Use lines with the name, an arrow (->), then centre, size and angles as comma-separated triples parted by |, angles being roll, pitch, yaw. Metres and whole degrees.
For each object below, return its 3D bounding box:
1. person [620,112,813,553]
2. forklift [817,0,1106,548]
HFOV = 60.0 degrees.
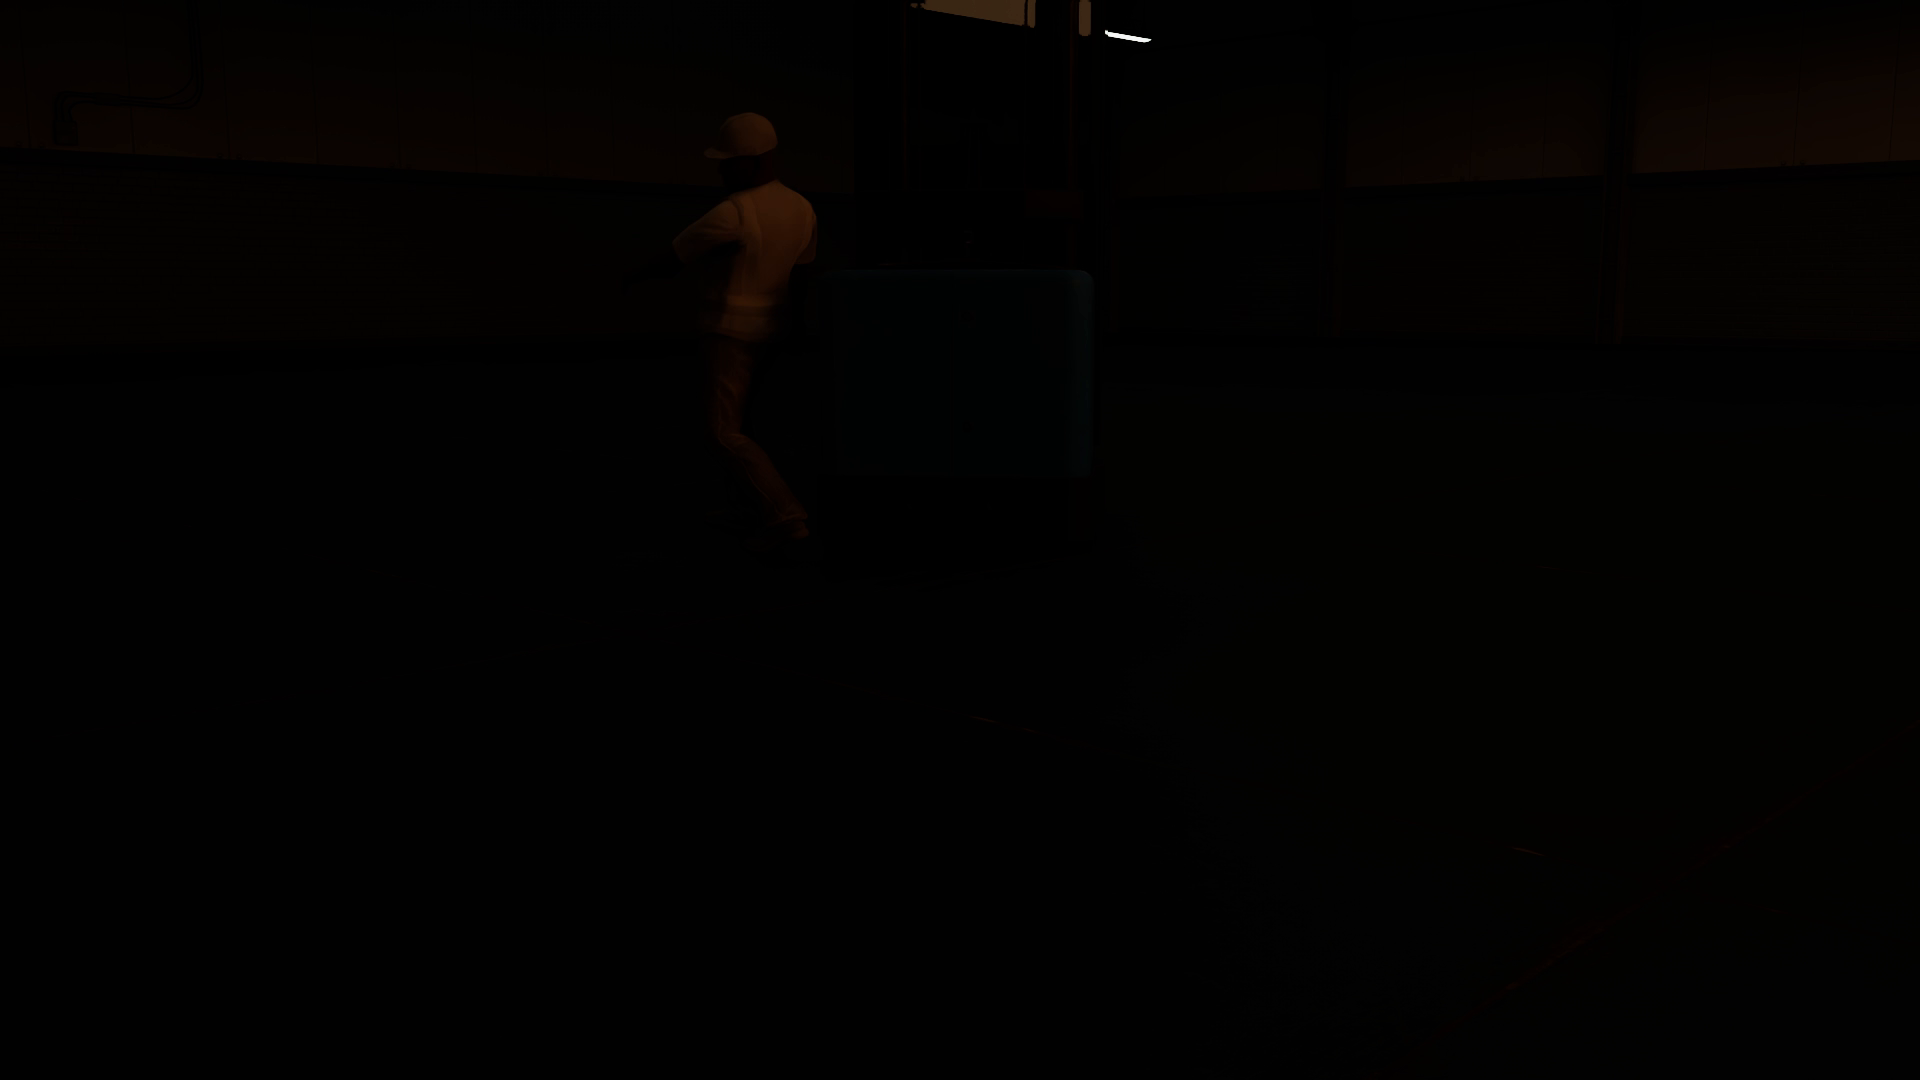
person -> -0.890, -0.830, 6.678 | 0.895, 1.676, 0.821 | 3, 9, 20
forklift -> 0.105, -1.599, 7.496 | 1.130, 2.935, 3.031 | 1, 9, 5
